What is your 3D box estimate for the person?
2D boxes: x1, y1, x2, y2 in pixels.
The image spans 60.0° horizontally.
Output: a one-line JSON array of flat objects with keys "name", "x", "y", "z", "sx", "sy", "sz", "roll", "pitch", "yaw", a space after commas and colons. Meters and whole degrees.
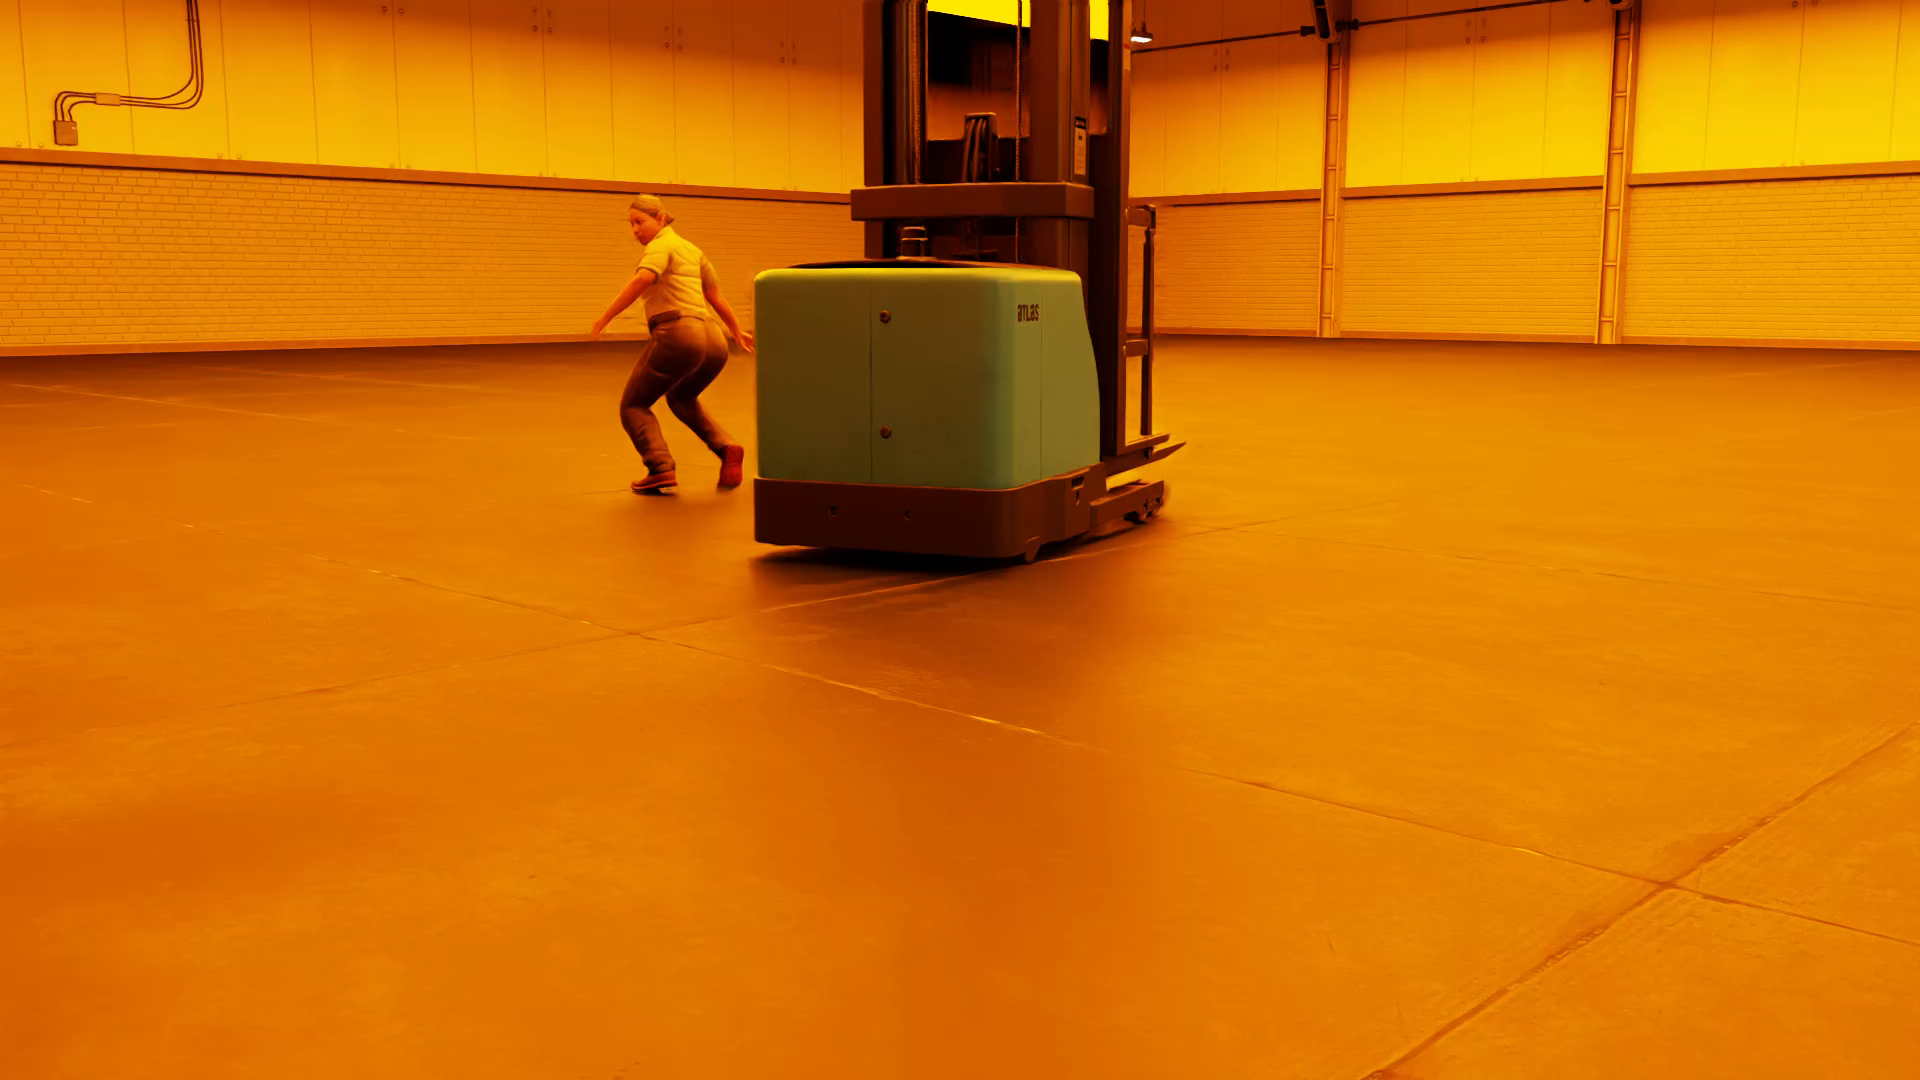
[{"name": "person", "x": -1.406, "y": -0.969, "z": 8.449, "sx": 0.483, "sy": 1.534, "sz": 0.922, "roll": 5, "pitch": 10, "yaw": 28}]

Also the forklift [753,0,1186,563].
[{"name": "forklift", "x": 0.266, "y": -1.547, "z": 7.150, "sx": 1.130, "sy": 2.935, "sz": 3.031, "roll": 4, "pitch": 9, "yaw": 23}]
